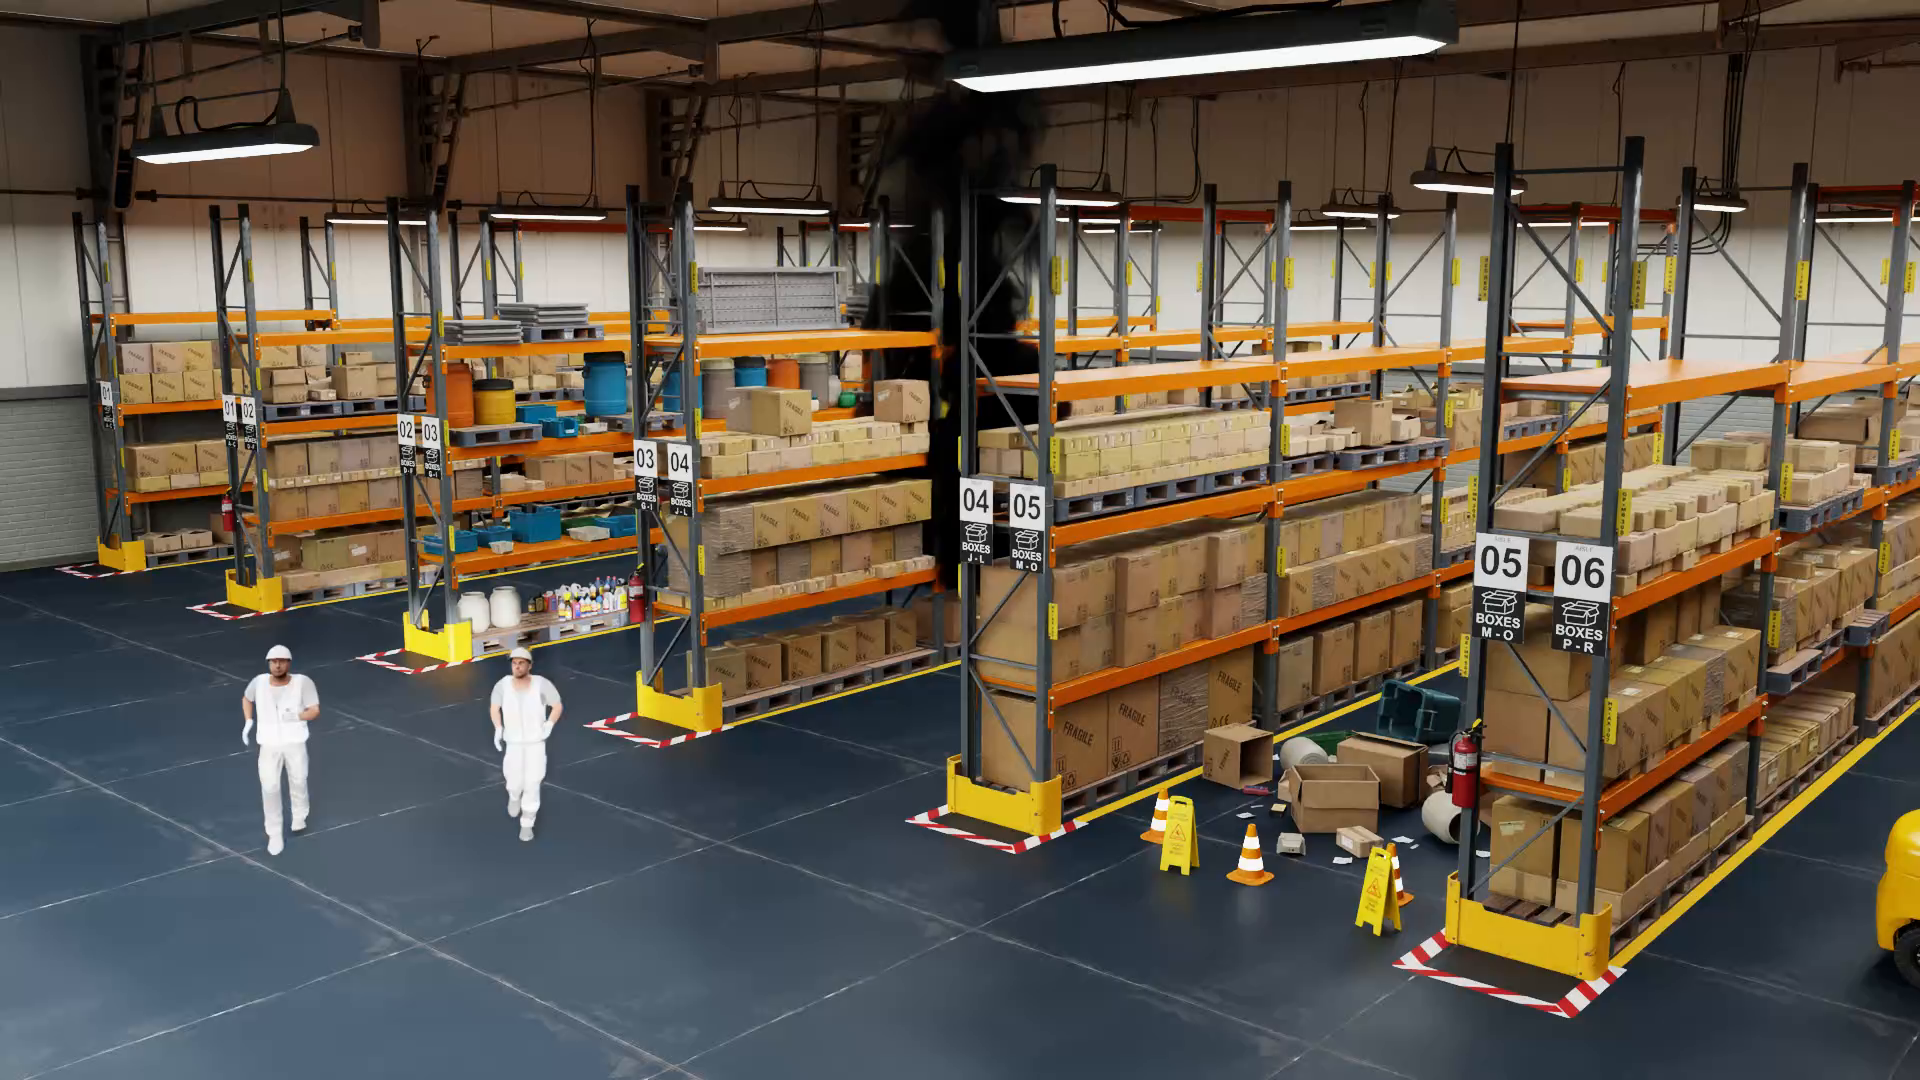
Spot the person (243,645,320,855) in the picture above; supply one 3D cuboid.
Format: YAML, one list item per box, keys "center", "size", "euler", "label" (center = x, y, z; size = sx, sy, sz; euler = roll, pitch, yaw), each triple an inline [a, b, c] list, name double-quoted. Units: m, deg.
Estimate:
- center: [-6.044, 1.842, 14.847]
  size: [0.664, 1.840, 0.775]
  euler: [-3, 10, -19]
  label: "person"

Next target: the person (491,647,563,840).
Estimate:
- center: [-3.932, 1.823, 15.111]
  size: [0.649, 1.754, 0.644]
  euler: [-1, 10, -8]
  label: "person"

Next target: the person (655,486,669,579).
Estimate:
- center: [-4.845, -0.191, 27.126]
  size: [0.694, 1.738, 0.621]
  euler: [8, 12, 40]
  label: "person"
